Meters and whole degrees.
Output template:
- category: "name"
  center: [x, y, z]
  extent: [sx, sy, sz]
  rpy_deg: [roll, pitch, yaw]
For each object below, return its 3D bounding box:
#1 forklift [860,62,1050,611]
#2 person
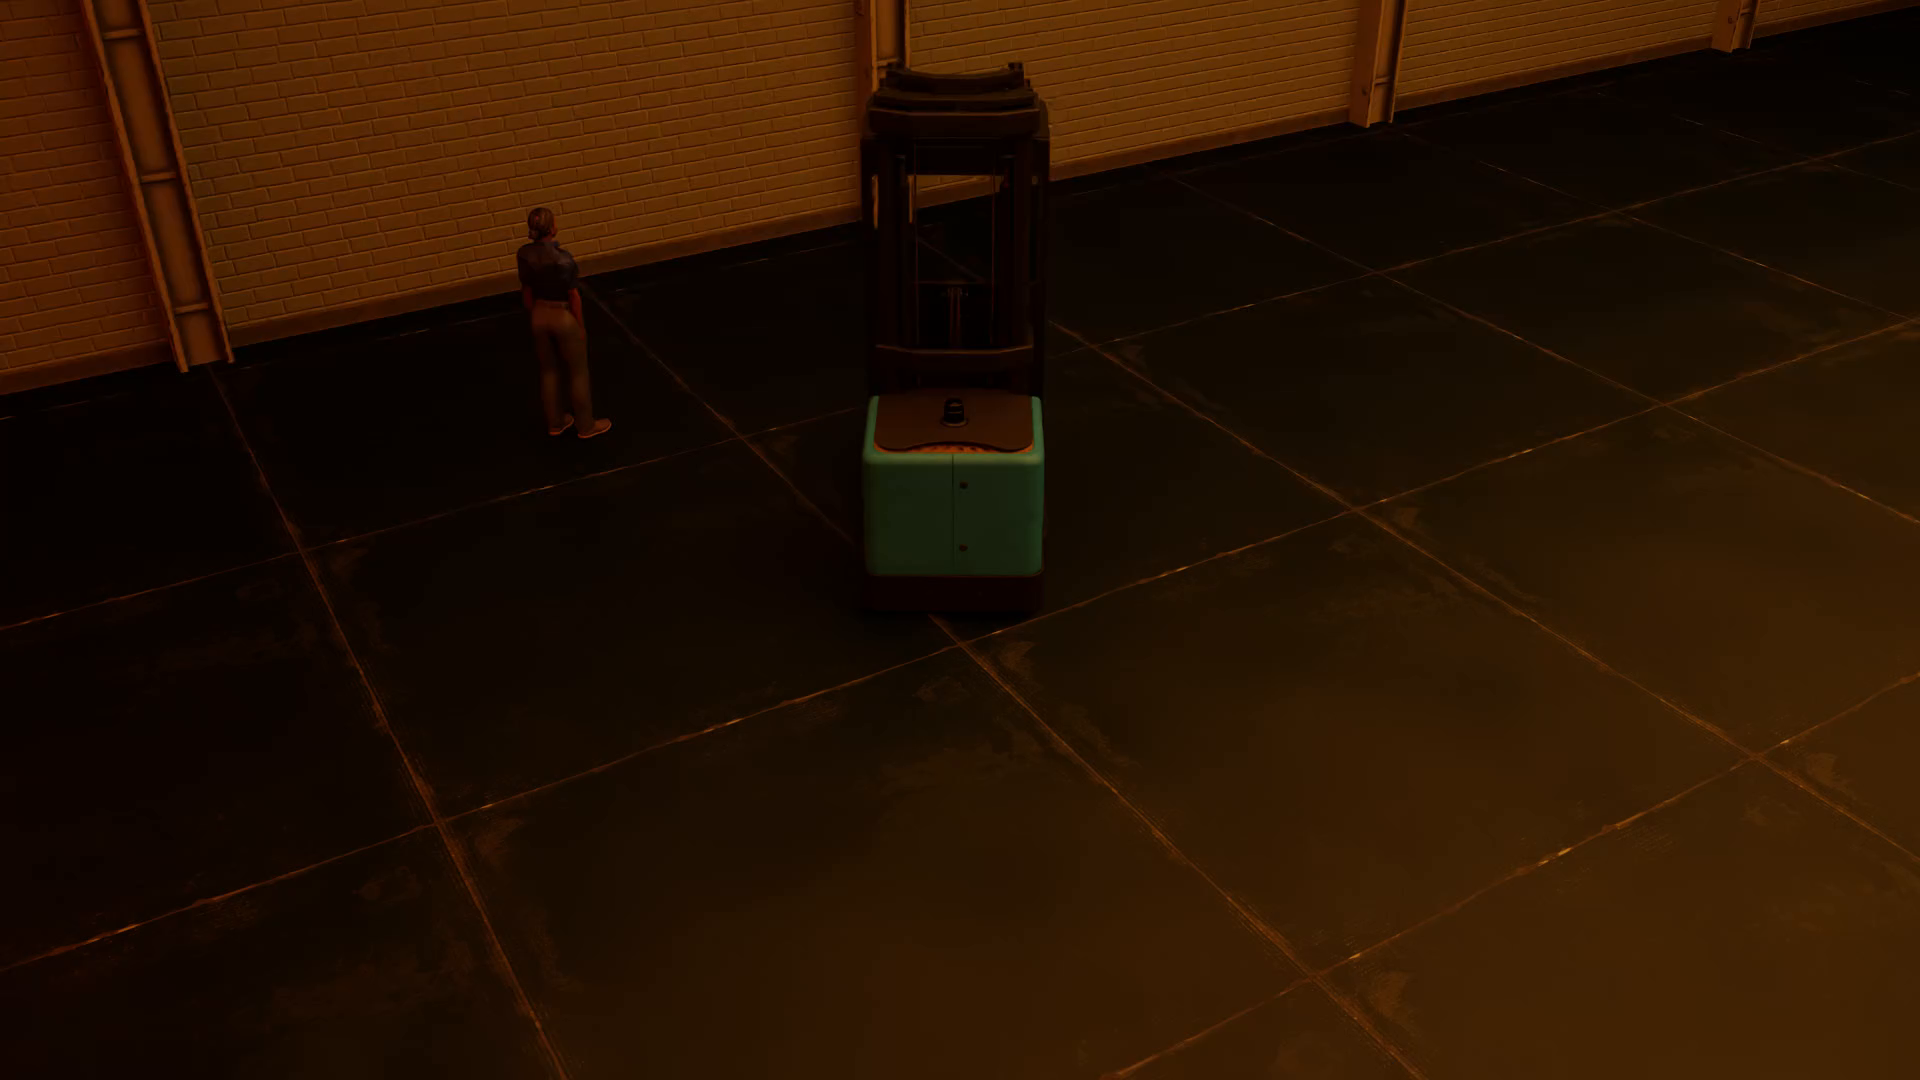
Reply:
- category: "forklift"
  center: [-0.026, -1.560, 10.252]
  extent: [1.130, 2.935, 3.031]
  rpy_deg: [0, 31, 0]
- category: "person"
  center: [-2.732, -1.484, 11.369]
  extent: [0.453, 1.660, 0.340]
  rpy_deg: [10, 32, 16]
